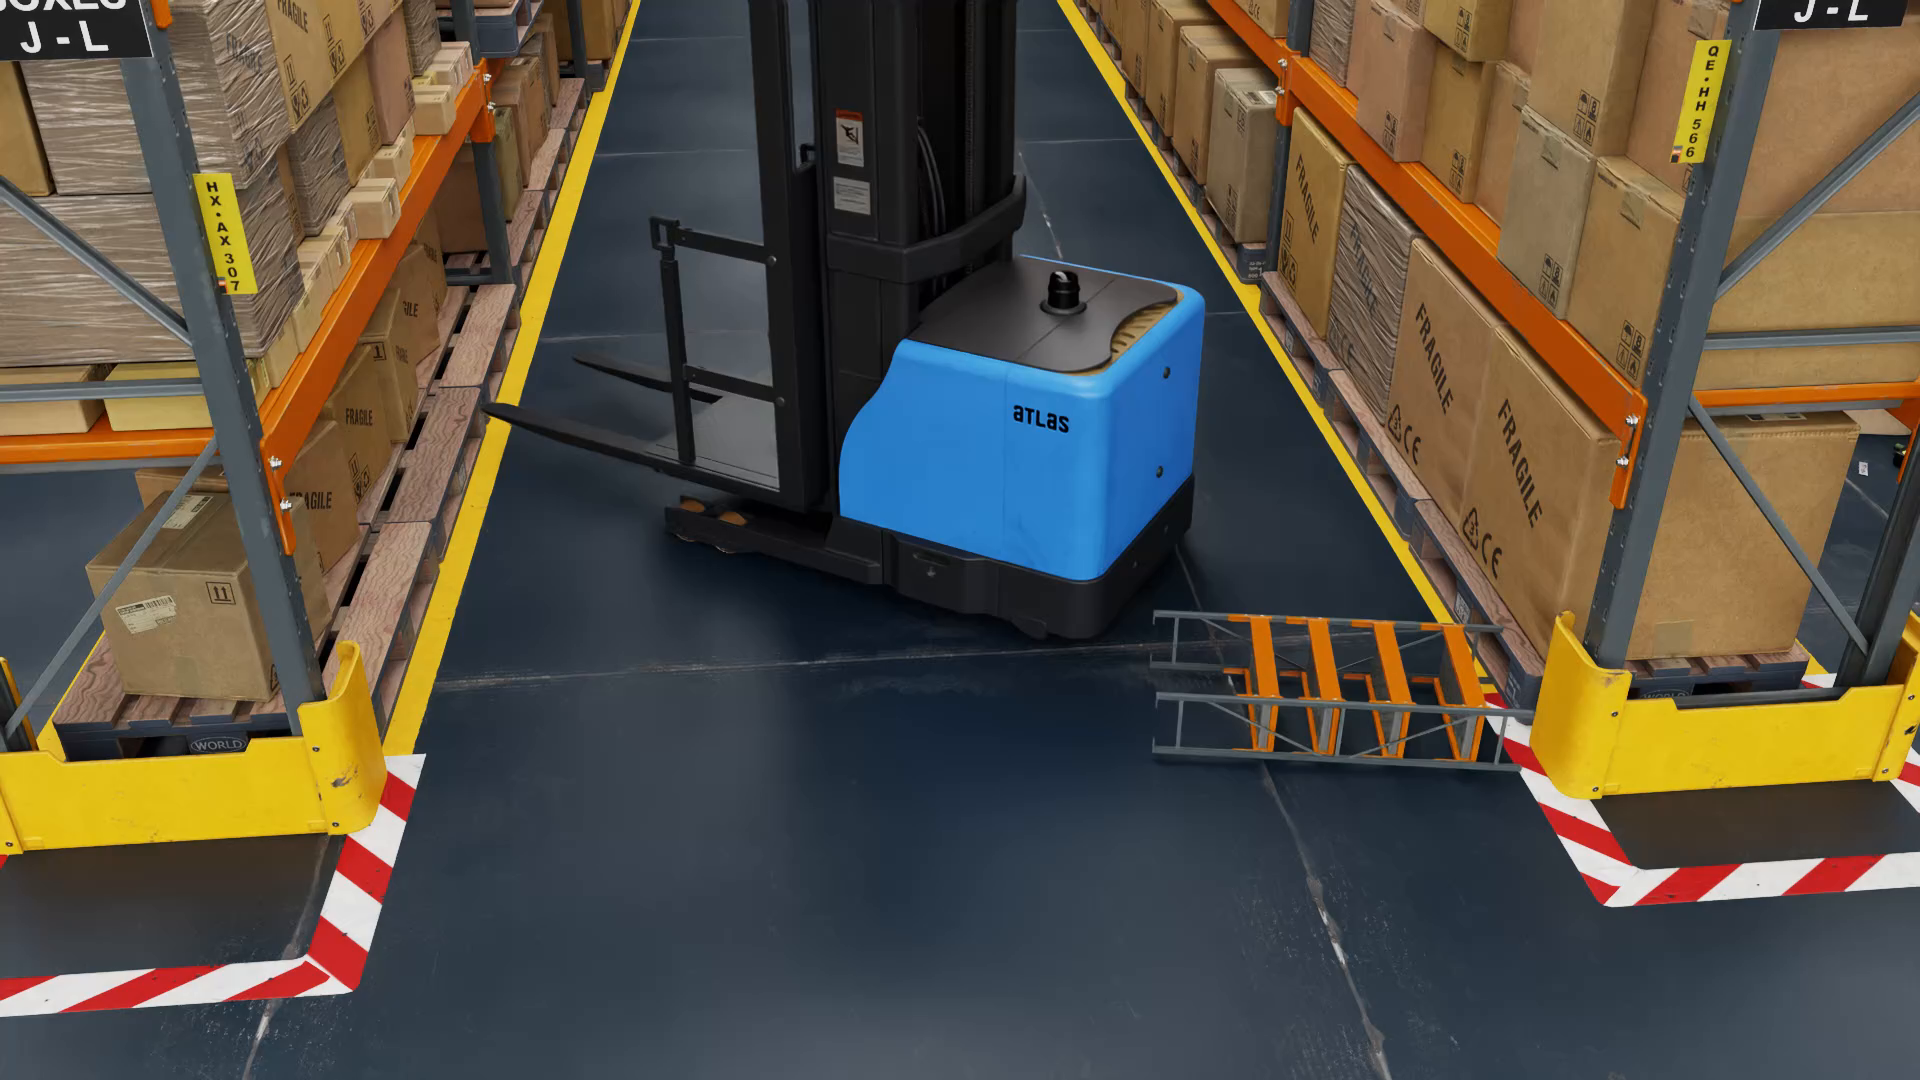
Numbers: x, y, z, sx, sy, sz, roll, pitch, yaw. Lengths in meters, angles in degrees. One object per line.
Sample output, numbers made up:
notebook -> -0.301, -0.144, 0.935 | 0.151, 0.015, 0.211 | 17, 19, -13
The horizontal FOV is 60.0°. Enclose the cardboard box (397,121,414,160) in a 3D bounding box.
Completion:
cardboard box -> -2.436, -1.590, 6.732 | 0.380, 0.149, 0.250 | -3, 31, -5

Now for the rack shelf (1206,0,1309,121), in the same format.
rack shelf -> 1.944, -3.333, 10.106 | 1.077, 0.370, 4.000 | -3, 31, -5

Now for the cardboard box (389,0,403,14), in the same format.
cardboard box -> -2.407, -2.307, 6.325 | 0.500, 0.500, 0.500 | -3, 31, -5

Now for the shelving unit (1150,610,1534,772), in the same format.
shelving unit -> 1.255, 0.501, 5.625 | 1.200, 0.258, 0.503 | 2, 31, 4

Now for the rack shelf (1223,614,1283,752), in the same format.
rack shelf -> 0.990, 0.490, 5.643 | 0.148, 0.258, 0.480 | 2, 31, 4

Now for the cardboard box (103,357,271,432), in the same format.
cardboard box -> -2.232, -0.441, 4.808 | 0.380, 0.149, 0.250 | -3, 31, -5

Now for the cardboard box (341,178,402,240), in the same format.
cardboard box -> -2.276, -1.212, 6.098 | 0.380, 0.149, 0.250 | -3, 31, -5

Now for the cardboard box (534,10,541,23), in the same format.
cardboard box -> -3.098, -3.573, 11.085 | 0.500, 0.250, 0.500 | -2, 31, -3

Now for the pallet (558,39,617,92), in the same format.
pallet -> -3.189, -3.685, 12.714 | 1.003, 0.211, 1.213 | -3, 31, -5

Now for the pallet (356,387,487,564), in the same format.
pallet -> -2.602, -0.272, 6.999 | 1.003, 0.211, 1.213 | -3, 31, -5

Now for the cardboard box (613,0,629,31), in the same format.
cardboard box -> -3.310, -4.553, 13.110 | 1.225, 0.875, 0.875 | -3, 31, -4

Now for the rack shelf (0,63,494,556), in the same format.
rack shelf -> -2.630, -1.104, 6.375 | 1.077, 0.370, 4.000 | -3, 31, -5

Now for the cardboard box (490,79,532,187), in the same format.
cardboard box -> -2.931, -2.394, 9.842 | 0.700, 0.500, 0.500 | -5, 31, -9

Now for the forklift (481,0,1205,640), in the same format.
forklift -> -0.610, -1.424, 6.276 | 3.031, 2.935, 1.130 | 15, 34, 24

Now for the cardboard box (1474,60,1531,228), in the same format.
cardboard box -> 2.425, -1.401, 6.025 | 0.875, 0.550, 0.550 | -3, 31, -5

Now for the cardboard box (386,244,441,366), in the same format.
cardboard box -> -2.758, -1.043, 7.599 | 0.500, 0.500, 0.500 | 7, 32, 11

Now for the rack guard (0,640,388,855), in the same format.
rack guard -> -2.450, 0.642, 5.187 | 1.175, 0.500, 0.348 | -3, 31, -5

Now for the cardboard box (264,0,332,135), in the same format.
cardboard box -> -2.263, -1.541, 5.043 | 0.500, 0.500, 0.500 | -3, 31, -5

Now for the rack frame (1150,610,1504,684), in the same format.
rack frame -> 1.275, 0.376, 5.834 | 1.200, 0.240, 0.015 | 2, 31, 4

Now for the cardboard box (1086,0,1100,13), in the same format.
cardboard box -> 1.325, -4.628, 13.600 | 0.500, 0.500, 0.500 | -4, 31, -7

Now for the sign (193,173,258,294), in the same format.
sign -> -1.903, -0.790, 4.303 | 0.100, 0.325, 0.005 | -3, 31, -5

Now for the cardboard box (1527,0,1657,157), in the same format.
cardboard box -> 2.366, -1.574, 5.260 | 0.875, 0.550, 0.550 | -3, 31, -5

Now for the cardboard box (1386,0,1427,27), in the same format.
cardboard box -> 2.212, -2.401, 6.645 | 0.875, 0.550, 0.550 | -3, 31, -5

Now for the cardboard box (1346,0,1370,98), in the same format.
cardboard box -> 2.251, -2.217, 7.390 | 0.875, 0.550, 0.550 | -3, 31, -5

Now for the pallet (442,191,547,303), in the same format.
pallet -> -2.891, -1.634, 9.281 | 1.003, 0.211, 1.213 | -3, 31, -5

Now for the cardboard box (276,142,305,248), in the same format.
cardboard box -> -2.633, -1.094, 5.269 | 0.875, 0.500, 0.500 | -3, 31, -5

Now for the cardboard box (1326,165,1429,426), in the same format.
cardboard box -> 2.208, -1.104, 7.335 | 0.875, 0.875, 0.875 | -3, 31, -4

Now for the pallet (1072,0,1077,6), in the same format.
pallet -> 1.458, -5.110, 15.099 | 1.003, 0.211, 1.213 | -3, 31, -5

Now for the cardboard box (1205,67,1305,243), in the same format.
cardboard box -> 1.984, -2.147, 9.204 | 1.050, 0.750, 0.750 | -3, 31, -5

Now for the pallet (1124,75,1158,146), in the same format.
pallet -> 1.756, -3.059, 11.666 | 1.003, 0.211, 1.213 | -3, 31, -5

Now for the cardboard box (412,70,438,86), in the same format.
cardboard box -> -2.526, -1.972, 7.371 | 0.380, 0.149, 0.250 | -3, 31, -5

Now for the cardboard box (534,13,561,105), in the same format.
cardboard box -> -3.108, -3.251, 11.276 | 0.700, 0.500, 0.500 | -4, 31, -7

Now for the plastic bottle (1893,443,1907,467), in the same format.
plastic bottle -> 4.187, -0.342, 7.263 | 0.133, 0.061, 0.283 | -14, 33, -22

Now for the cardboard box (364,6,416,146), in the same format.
cardboard box -> -2.677, -1.865, 6.559 | 0.875, 0.500, 0.500 | -3, 31, -5

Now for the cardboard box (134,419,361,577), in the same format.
cardboard box -> -2.575, -0.122, 6.058 | 0.500, 0.500, 0.500 | 5, 31, 8

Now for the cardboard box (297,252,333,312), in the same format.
cardboard box -> -2.289, -0.825, 5.450 | 0.380, 0.149, 0.250 | -3, 31, -5

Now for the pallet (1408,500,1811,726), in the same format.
pallet -> 2.352, 0.215, 6.185 | 1.003, 0.211, 1.213 | -3, 31, -5

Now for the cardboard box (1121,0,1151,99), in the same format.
cardboard box -> 1.725, -3.562, 11.572 | 1.050, 0.750, 0.750 | -3, 31, -5

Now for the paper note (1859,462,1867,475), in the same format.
paper note -> 3.946, -0.312, 7.263 | 0.032, 0.001, 0.123 | 13, 33, 21

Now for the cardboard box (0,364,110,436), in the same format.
cardboard box -> -2.675, -0.420, 4.773 | 0.380, 0.149, 0.250 | -3, 31, -5

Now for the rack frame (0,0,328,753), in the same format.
rack frame -> -2.443, -0.392, 4.481 | 1.000, 3.000, 0.127 | -3, 31, -5
